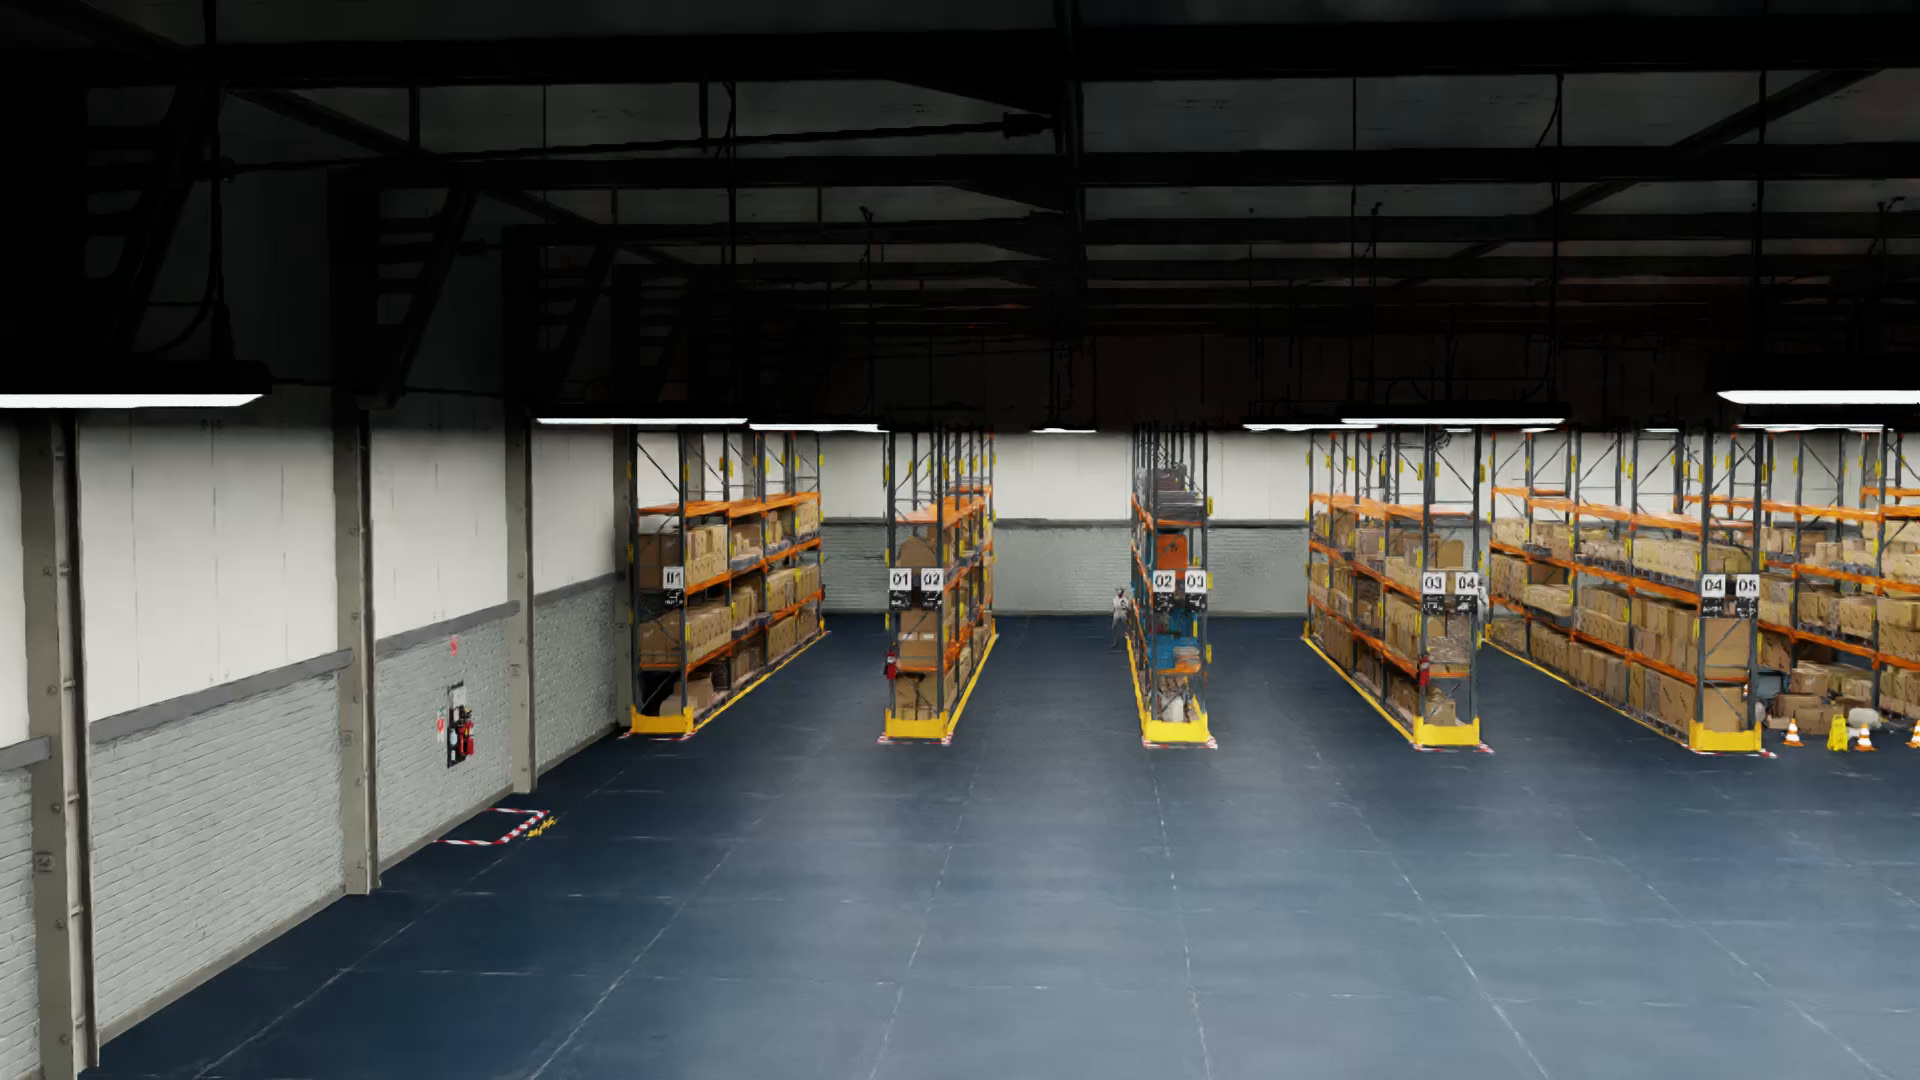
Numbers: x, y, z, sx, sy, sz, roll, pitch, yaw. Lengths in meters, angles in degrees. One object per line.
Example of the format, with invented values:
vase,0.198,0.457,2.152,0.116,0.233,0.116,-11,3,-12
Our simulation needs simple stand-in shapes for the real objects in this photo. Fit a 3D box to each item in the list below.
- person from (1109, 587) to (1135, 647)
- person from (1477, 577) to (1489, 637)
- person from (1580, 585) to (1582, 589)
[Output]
person,4.400,2.061,45.009,0.509,1.619,0.946,2,4,26
person,14.846,1.899,47.449,0.501,1.699,0.564,-2,4,-27
person,16.793,2.049,44.824,0.449,1.663,0.530,-2,4,-27
